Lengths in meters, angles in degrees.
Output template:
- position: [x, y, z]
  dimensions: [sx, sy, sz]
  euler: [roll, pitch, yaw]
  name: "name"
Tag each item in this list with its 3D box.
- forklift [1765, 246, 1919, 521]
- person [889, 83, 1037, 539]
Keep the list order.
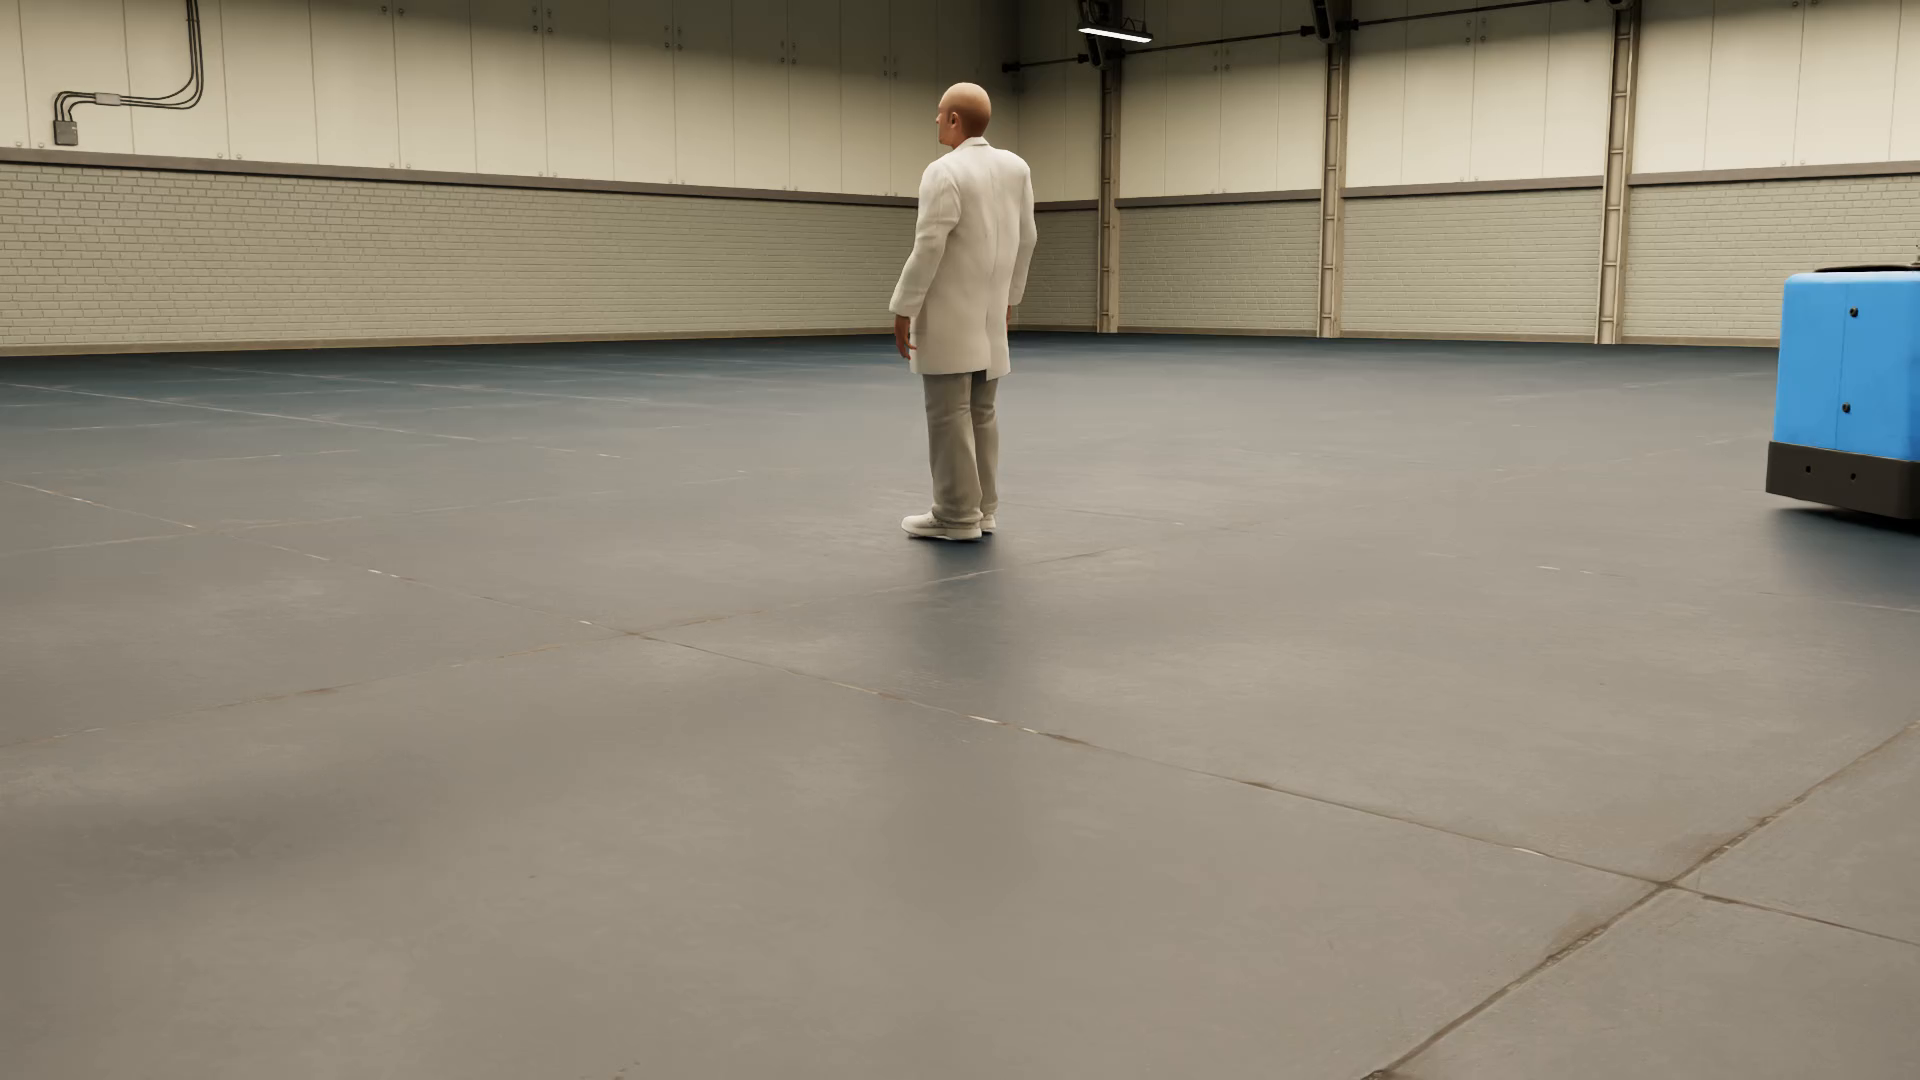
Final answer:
- position: [5.285, -1.561, 7.240]
  dimensions: [3.031, 2.935, 1.130]
  euler: [-1, 9, -8]
  name: "forklift"
- position: [-0.062, -0.896, 6.649]
  dimensions: [0.581, 1.776, 0.696]
  euler: [8, 12, 43]
  name: "person"
